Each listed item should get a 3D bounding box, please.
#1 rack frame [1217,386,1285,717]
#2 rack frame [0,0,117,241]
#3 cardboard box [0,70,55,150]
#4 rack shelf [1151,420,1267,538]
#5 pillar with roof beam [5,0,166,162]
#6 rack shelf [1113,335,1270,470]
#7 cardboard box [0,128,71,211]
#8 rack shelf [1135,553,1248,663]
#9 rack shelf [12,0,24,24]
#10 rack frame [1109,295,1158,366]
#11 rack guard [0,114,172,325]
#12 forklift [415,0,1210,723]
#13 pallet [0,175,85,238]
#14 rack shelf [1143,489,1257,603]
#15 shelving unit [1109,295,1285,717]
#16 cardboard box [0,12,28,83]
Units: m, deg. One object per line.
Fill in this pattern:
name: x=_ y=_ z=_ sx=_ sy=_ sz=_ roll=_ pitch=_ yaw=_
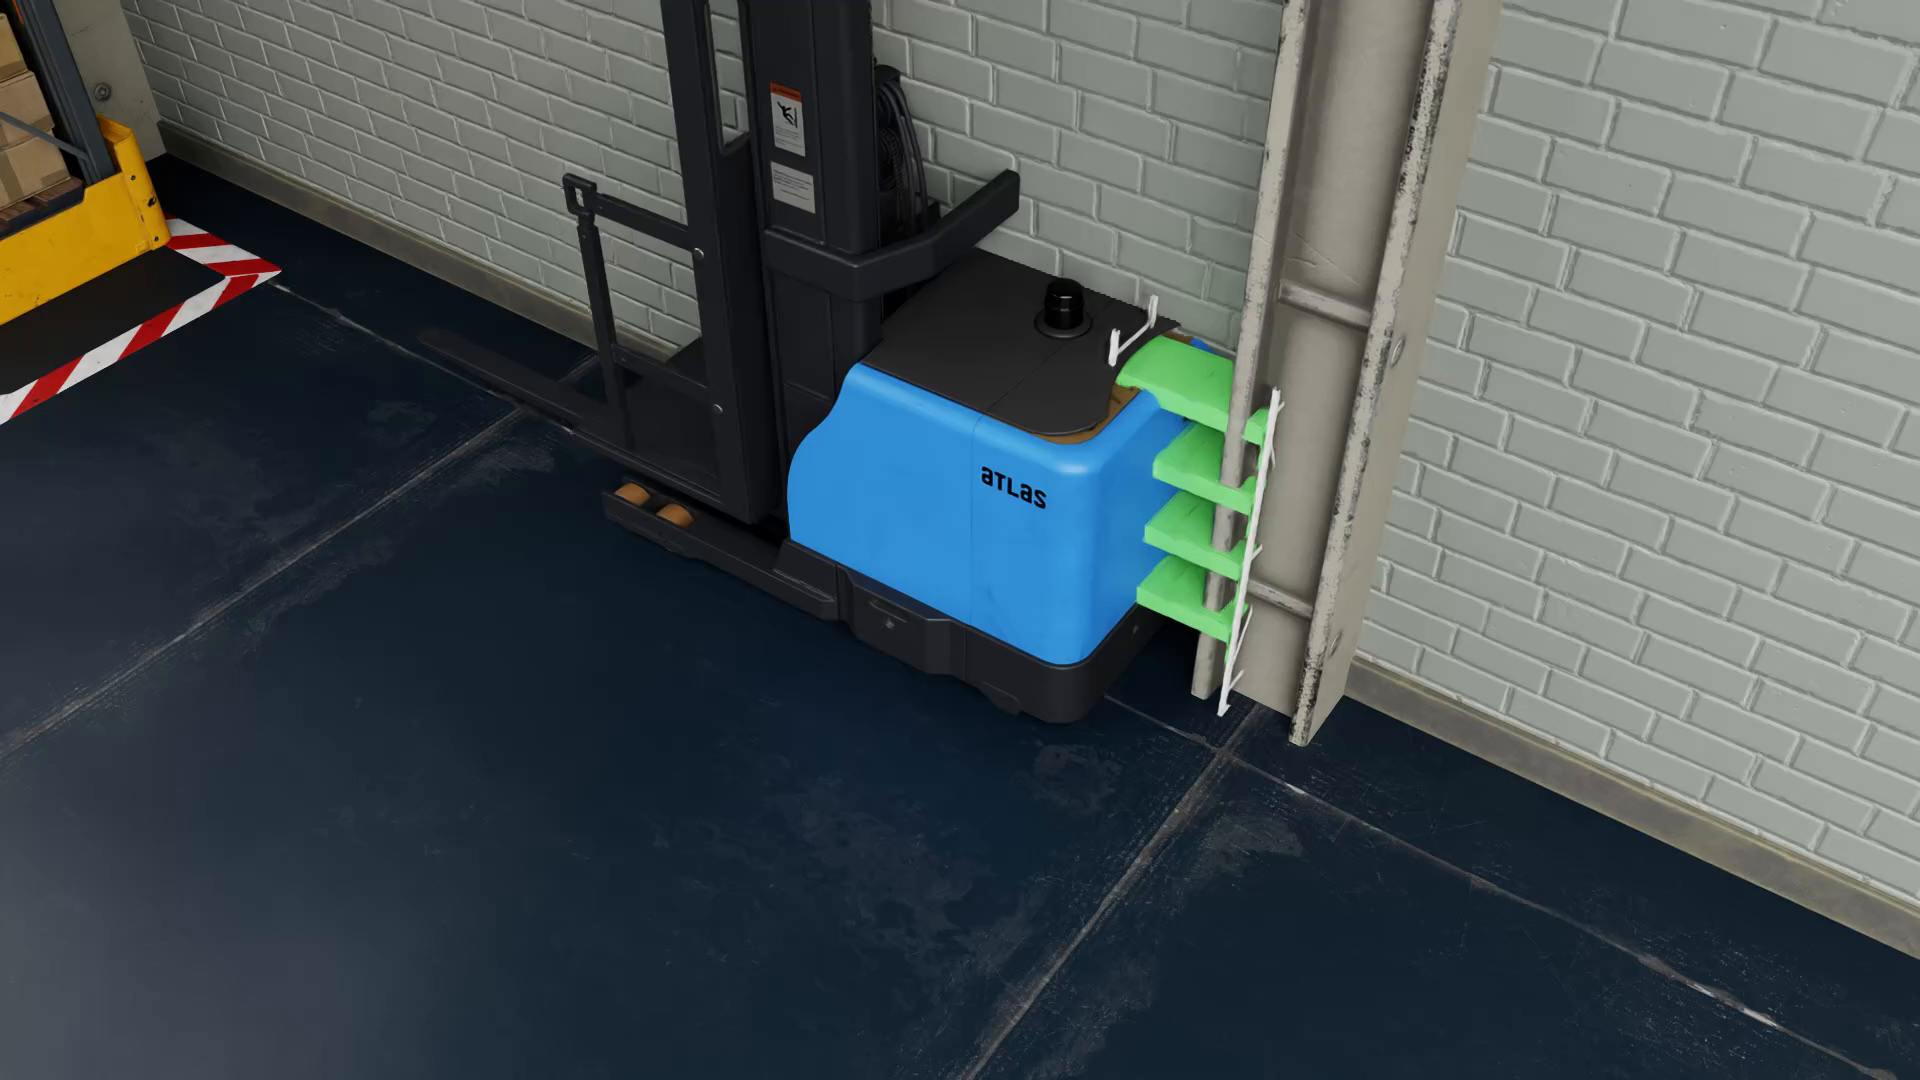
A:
rack frame: x=0.879 y=0.013 z=4.814 sx=0.015 sy=1.200 sz=0.240 roll=24 pitch=44 yaw=25
rack frame: x=-3.889 y=-2.186 z=5.943 sx=0.127 sy=3.000 sz=1.000 roll=25 pitch=48 yaw=25
cardboard box: x=-4.155 y=-1.797 z=6.881 sx=0.500 sy=0.250 sz=0.500 roll=26 pitch=48 yaw=26
rack shelf: x=0.681 y=-0.213 z=4.806 sx=0.480 sy=0.148 sz=0.258 roll=24 pitch=44 yaw=25
pillar with roof beam: x=-6.414 y=-2.830 z=2.164 sx=0.400 sy=9.000 sz=9.100 roll=25 pitch=48 yaw=25
rack shelf: x=0.687 y=-0.399 z=4.655 sx=0.480 sy=0.148 sz=0.258 roll=24 pitch=44 yaw=25
cardboard box: x=-4.179 y=-1.612 z=7.049 sx=0.500 sy=0.250 sz=0.500 roll=25 pitch=48 yaw=25
rack shelf: x=0.670 y=0.160 z=5.109 sx=0.480 sy=0.148 sz=0.258 roll=24 pitch=44 yaw=25
rack shelf: x=-5.527 y=-2.683 z=7.039 sx=4.000 sy=0.370 sz=1.077 roll=25 pitch=48 yaw=25
rack frame: x=0.475 y=-0.166 z=5.020 sx=0.015 sy=1.200 sz=0.240 roll=24 pitch=44 yaw=25
rack guard: x=-3.870 y=-1.245 z=6.766 sx=0.348 sy=0.500 sz=1.175 roll=25 pitch=48 yaw=25
forklift: x=-0.624 y=-1.315 z=5.021 sx=3.031 sy=2.935 sz=1.130 roll=25 pitch=47 yaw=25
pallet: x=-4.540 y=-1.416 z=7.174 sx=1.213 sy=0.211 sz=1.003 roll=25 pitch=48 yaw=25
rack shelf: x=0.676 y=-0.027 z=4.958 sx=0.480 sy=0.148 sz=0.258 roll=24 pitch=44 yaw=25
shelving unit: x=0.677 y=-0.076 z=4.917 sx=0.503 sy=1.200 sz=0.258 roll=24 pitch=44 yaw=25
cardboard box: x=-4.174 y=-1.977 z=6.708 sx=0.500 sy=0.250 sz=0.500 roll=24 pitch=47 yaw=25
